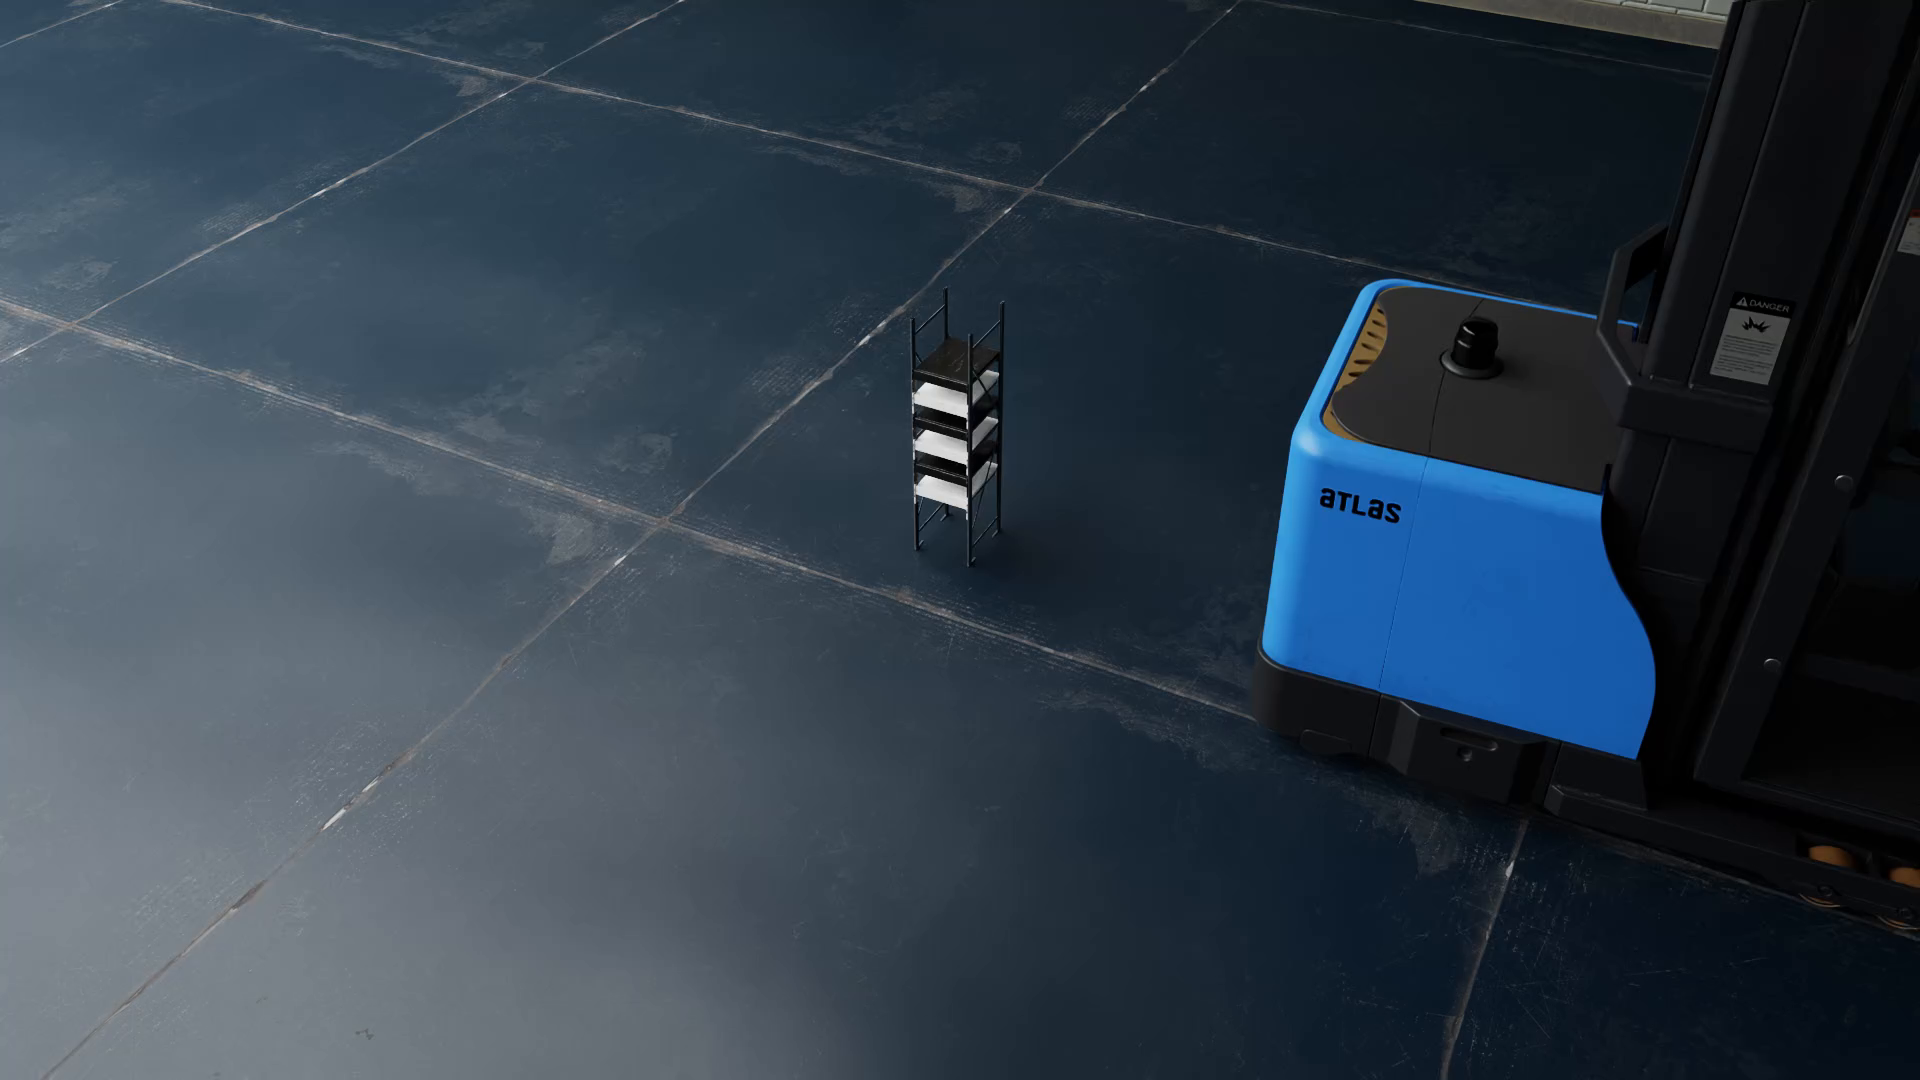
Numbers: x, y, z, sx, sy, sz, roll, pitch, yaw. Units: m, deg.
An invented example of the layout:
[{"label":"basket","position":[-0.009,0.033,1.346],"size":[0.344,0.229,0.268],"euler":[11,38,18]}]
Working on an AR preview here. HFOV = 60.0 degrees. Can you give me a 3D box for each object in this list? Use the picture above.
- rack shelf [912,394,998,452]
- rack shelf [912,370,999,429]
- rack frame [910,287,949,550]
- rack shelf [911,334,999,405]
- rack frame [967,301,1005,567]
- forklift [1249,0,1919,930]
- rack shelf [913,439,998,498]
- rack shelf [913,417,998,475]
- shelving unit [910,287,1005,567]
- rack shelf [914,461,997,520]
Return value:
[{"label":"rack shelf","position":[-0.007,-0.406,5.447],"size":[0.200,0.077,0.258],"euler":[17,41,21]},{"label":"rack shelf","position":[-0.007,-0.478,5.392],"size":[0.200,0.077,0.258],"euler":[17,41,21]},{"label":"rack frame","position":[-0.097,-0.389,5.518],"size":[0.006,0.900,0.240],"euler":[17,41,21]},{"label":"rack shelf","position":[-0.007,-0.549,5.338],"size":[0.200,0.077,0.258],"euler":[17,41,21]},{"label":"rack frame","position":[0.083,-0.332,5.444],"size":[0.006,0.900,0.240],"euler":[17,41,21]},{"label":"forklift","position":[2.429,-0.506,3.993],"size":[3.031,2.935,1.130],"euler":[14,40,18]},{"label":"rack shelf","position":[-0.007,-0.262,5.555],"size":[0.200,0.077,0.258],"euler":[17,41,21]},{"label":"rack shelf","position":[-0.007,-0.334,5.501],"size":[0.200,0.077,0.258],"euler":[17,41,21]},{"label":"shelving unit","position":[-0.007,-0.361,5.481],"size":[0.210,0.900,0.258],"euler":[17,41,21]},{"label":"rack shelf","position":[-0.007,-0.191,5.610],"size":[0.200,0.077,0.258],"euler":[17,41,21]}]
